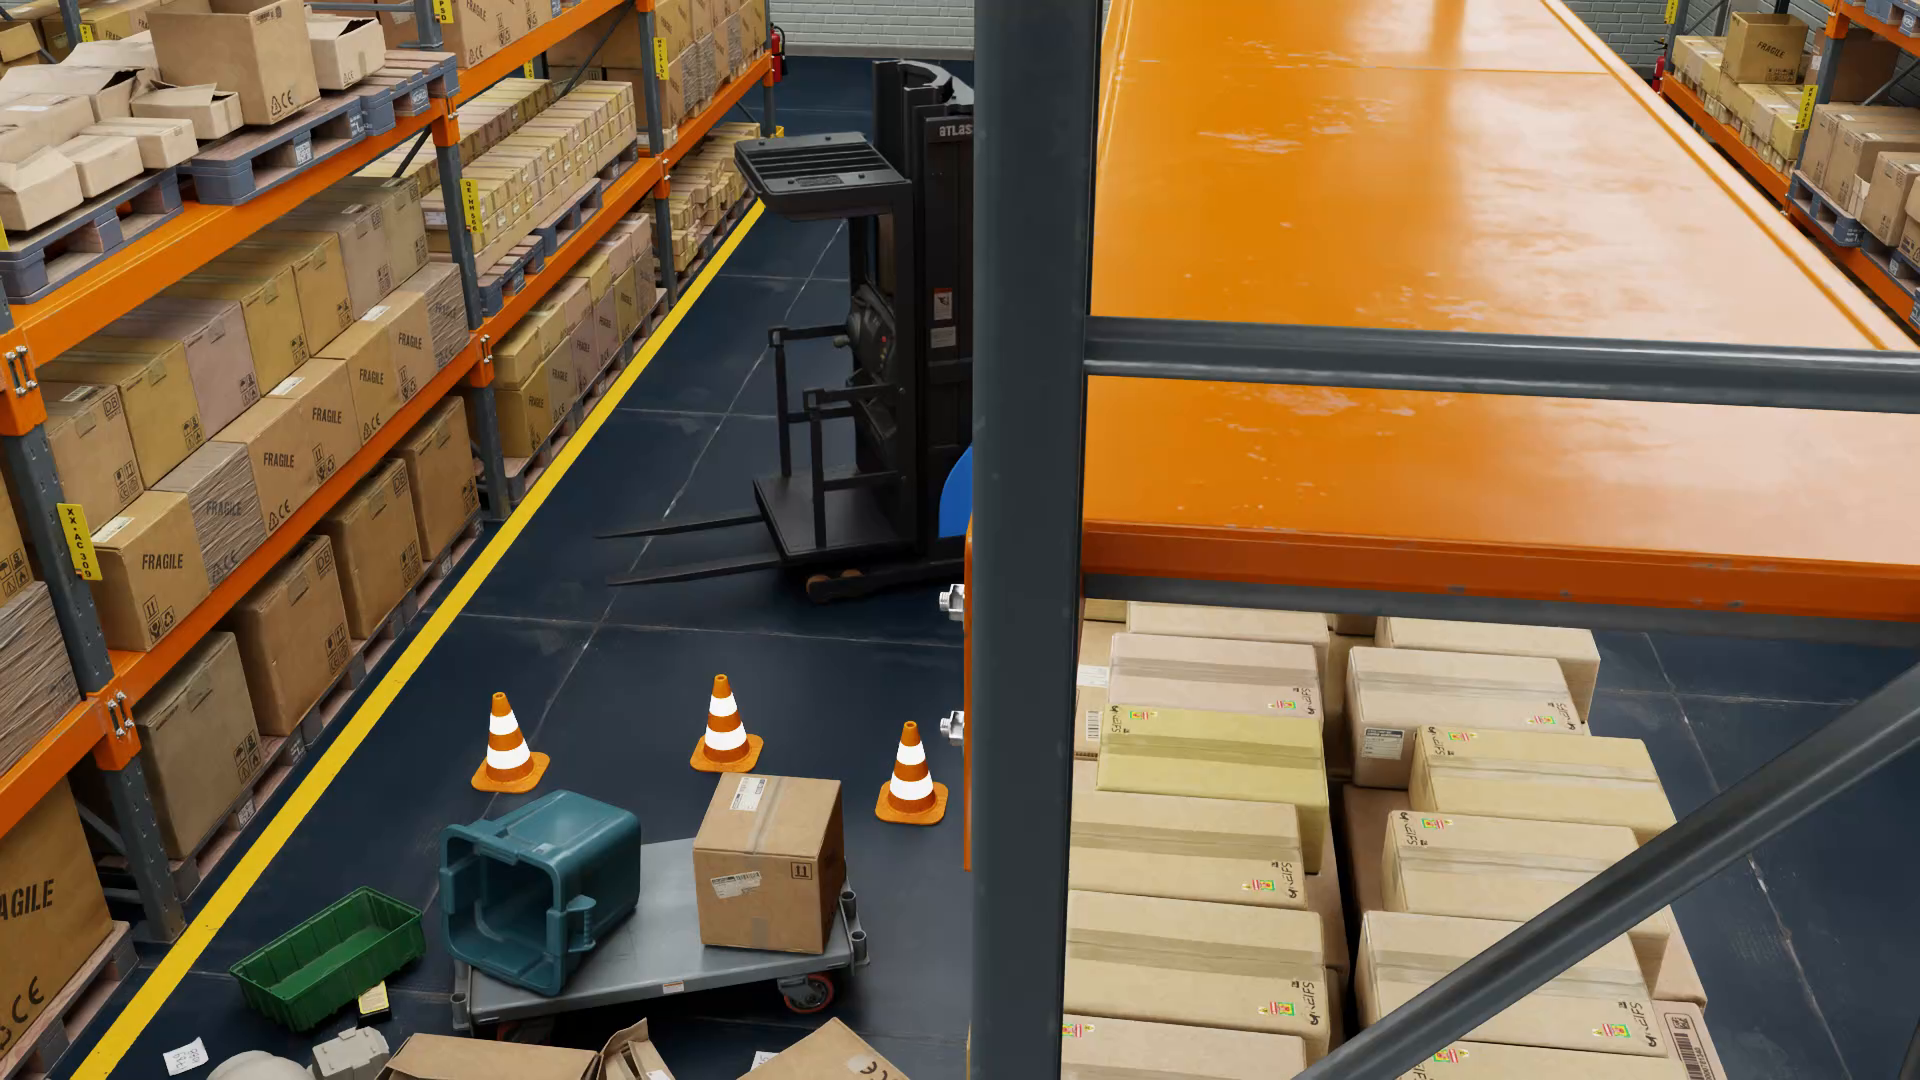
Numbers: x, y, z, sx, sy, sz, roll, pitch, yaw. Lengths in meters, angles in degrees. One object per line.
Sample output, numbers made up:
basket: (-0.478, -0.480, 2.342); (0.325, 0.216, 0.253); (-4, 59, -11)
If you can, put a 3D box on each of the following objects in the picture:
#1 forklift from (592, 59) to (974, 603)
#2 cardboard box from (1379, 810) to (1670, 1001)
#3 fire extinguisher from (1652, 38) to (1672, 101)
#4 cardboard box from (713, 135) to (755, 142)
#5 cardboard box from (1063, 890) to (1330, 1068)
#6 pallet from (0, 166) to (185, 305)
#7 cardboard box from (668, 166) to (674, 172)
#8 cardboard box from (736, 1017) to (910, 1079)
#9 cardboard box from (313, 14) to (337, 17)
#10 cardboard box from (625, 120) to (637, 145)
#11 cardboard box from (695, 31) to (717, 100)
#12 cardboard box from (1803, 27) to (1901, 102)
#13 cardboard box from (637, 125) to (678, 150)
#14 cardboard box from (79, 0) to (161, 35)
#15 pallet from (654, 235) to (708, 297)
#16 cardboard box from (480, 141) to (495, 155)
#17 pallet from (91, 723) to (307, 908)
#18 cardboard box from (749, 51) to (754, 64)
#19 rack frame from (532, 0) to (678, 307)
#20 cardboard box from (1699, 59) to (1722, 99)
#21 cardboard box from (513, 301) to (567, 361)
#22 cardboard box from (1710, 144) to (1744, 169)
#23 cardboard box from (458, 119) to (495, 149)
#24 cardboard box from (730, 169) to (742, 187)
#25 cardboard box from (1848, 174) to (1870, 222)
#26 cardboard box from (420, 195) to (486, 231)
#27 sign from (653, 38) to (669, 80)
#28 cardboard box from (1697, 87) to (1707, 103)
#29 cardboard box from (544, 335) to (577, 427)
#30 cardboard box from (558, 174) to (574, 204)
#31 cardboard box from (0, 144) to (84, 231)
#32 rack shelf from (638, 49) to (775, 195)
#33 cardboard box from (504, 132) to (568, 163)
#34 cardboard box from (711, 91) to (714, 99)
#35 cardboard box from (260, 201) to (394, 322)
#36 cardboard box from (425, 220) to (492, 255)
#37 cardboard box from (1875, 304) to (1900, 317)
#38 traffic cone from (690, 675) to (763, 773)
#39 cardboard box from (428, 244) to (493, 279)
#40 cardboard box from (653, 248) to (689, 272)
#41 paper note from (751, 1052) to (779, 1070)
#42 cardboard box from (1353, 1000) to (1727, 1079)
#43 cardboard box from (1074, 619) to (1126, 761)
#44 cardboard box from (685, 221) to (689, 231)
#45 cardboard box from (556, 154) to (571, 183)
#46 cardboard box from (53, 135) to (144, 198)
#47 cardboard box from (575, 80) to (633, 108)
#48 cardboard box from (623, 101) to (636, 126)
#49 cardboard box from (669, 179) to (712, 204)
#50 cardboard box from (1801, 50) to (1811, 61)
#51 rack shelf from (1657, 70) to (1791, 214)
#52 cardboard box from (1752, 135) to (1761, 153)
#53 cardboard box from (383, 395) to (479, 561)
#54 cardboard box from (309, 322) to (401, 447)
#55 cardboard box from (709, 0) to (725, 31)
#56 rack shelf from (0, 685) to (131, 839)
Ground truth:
forklift: (-0.703, -1.197, 9.673); (3.031, 2.935, 1.130); (-8, 29, -15)
cardboard box: (0.866, 0.566, 2.590); (0.380, 0.149, 0.250); (3, 28, 6)
fire extinguisher: (6.960, -4.626, 16.441); (0.296, 0.674, 0.183); (3, 28, 6)
cardboard box: (-2.258, -3.939, 16.626); (0.380, 0.149, 0.250); (3, 28, 5)
cardboard box: (0.331, 0.660, 2.416); (0.380, 0.149, 0.250); (4, 29, 7)
pallet: (-3.858, -1.277, 6.789); (0.805, 0.209, 1.217); (2, 28, 4)
cardboard box: (-2.930, -3.475, 15.766); (0.380, 0.149, 0.250); (3, 29, 6)
cardboard box: (-0.479, 2.158, 6.006); (0.500, 0.500, 0.500); (-24, 36, -37)
cardboard box: (-3.631, -2.780, 9.094); (0.380, 0.149, 0.250); (2, 28, 4)
cardboard box: (-2.794, -3.248, 13.231); (0.380, 0.149, 0.250); (3, 28, 5)
cardboard box: (-2.480, -4.234, 14.820); (0.500, 0.500, 0.500); (3, 28, 5)
cardboard box: (7.357, -3.926, 13.721); (0.500, 0.500, 0.500); (3, 28, 5)
cardboard box: (-2.582, -3.376, 13.911); (0.380, 0.149, 0.250); (4, 29, 8)
cardboard box: (-7.471, -4.545, 14.870); (0.500, 0.500, 0.500); (3, 28, 6)
pallet: (-2.894, -2.463, 14.891); (1.003, 0.211, 1.213); (3, 28, 6)
cardboard box: (-3.602, -2.801, 12.087); (0.380, 0.149, 0.250); (3, 28, 5)
pallet: (-3.902, 1.254, 7.993); (1.003, 0.211, 1.213); (3, 28, 6)
cardboard box: (-2.279, -4.860, 16.665); (0.380, 0.149, 0.250); (3, 28, 6)
rack frame: (-2.942, -3.372, 13.639); (1.000, 3.000, 0.127); (3, 28, 6)
cardboard box: (6.957, -4.119, 14.870); (0.500, 0.250, 0.500); (3, 28, 5)
cardboard box: (-3.045, -1.453, 11.479); (0.500, 0.250, 0.500); (3, 28, 6)
cardboard box: (7.231, -3.532, 16.124); (0.797, 0.503, 0.637); (2, 28, 4)
cardboard box: (-3.604, -2.941, 12.033); (0.380, 0.149, 0.250); (4, 29, 8)
cardboard box: (-2.346, -3.562, 16.240); (0.380, 0.149, 0.250); (4, 29, 7)
cardboard box: (6.359, -2.339, 11.421); (0.396, 0.266, 0.258); (5, 29, 9)
cardboard box: (-3.182, -2.034, 10.350); (0.380, 0.149, 0.250); (3, 28, 6)
sign: (-2.390, -3.851, 13.308); (0.100, 0.325, 0.005); (3, 28, 6)
cardboard box: (7.013, -4.115, 15.283); (0.380, 0.149, 0.250); (4, 29, 8)
cardboard box: (-3.034, -1.129, 11.667); (0.500, 0.500, 0.500); (4, 29, 7)
cardboard box: (-2.983, -2.509, 11.859); (0.380, 0.149, 0.250); (2, 28, 5)
cardboard box: (-3.600, -1.366, 6.347); (0.258, 0.266, 0.396); (3, 28, 5)
rack shelf: (-2.697, -3.997, 15.557); (1.077, 0.370, 4.000); (3, 28, 6)
cardboard box: (-2.989, -2.768, 11.712); (0.380, 0.149, 0.250); (3, 28, 5)
cardboard box: (-2.482, -4.128, 15.306); (0.380, 0.149, 0.250); (4, 29, 8)
cardboard box: (-3.557, -1.525, 9.050); (0.700, 0.500, 0.500); (3, 28, 5)
cardboard box: (-3.173, -1.910, 10.434); (0.380, 0.149, 0.250); (5, 29, 8)
cardboard box: (6.537, -1.560, 11.785); (0.380, 0.149, 0.250); (3, 28, 6)
traffic cone: (-1.191, 0.891, 8.401); (0.336, 0.463, 0.334); (3, 28, 6)
cardboard box: (-3.177, -1.763, 10.473); (0.380, 0.149, 0.250); (3, 28, 5)
cardboard box: (-2.578, -2.455, 14.499); (0.380, 0.149, 0.250); (2, 28, 4)
paper note: (-0.755, 2.091, 6.629); (0.148, 0.019, 0.142); (3, 28, 6)
cardboard box: (0.839, 0.910, 2.373); (0.500, 0.250, 0.500); (3, 28, 5)
cardboard box: (0.430, 0.393, 3.331); (0.500, 0.250, 0.500); (4, 29, 8)
cardboard box: (-2.644, -2.826, 14.875); (0.380, 0.149, 0.250); (3, 28, 6)
cardboard box: (-2.988, -2.644, 11.796); (0.380, 0.149, 0.250); (4, 29, 8)
cardboard box: (-3.549, -1.519, 6.753); (0.250, 0.149, 0.380); (3, 28, 6)
cardboard box: (-2.797, -3.508, 13.086); (0.380, 0.149, 0.250); (5, 29, 9)
cardboard box: (-2.794, -3.379, 13.159); (0.380, 0.149, 0.250); (4, 29, 8)
cardboard box: (-2.498, -3.201, 15.258); (0.380, 0.149, 0.250); (4, 29, 7)
cardboard box: (7.543, -4.319, 15.240); (0.500, 0.250, 0.500); (3, 29, 6)
rack shelf: (7.155, -3.470, 14.579); (1.077, 0.370, 4.000); (3, 28, 6)
cardboard box: (6.776, -3.269, 13.712); (0.380, 0.149, 0.250); (4, 29, 8)
cardboard box: (-3.596, -0.402, 10.056); (1.050, 0.750, 0.750); (3, 28, 6)
cardboard box: (-3.344, -0.836, 8.825); (0.500, 0.500, 0.500); (3, 28, 5)
cardboard box: (-2.439, -4.907, 15.015); (0.500, 0.500, 0.500); (2, 28, 4)
rack shelf: (-4.167, 1.652, 5.072); (1.077, 0.370, 4.000); (3, 28, 6)
